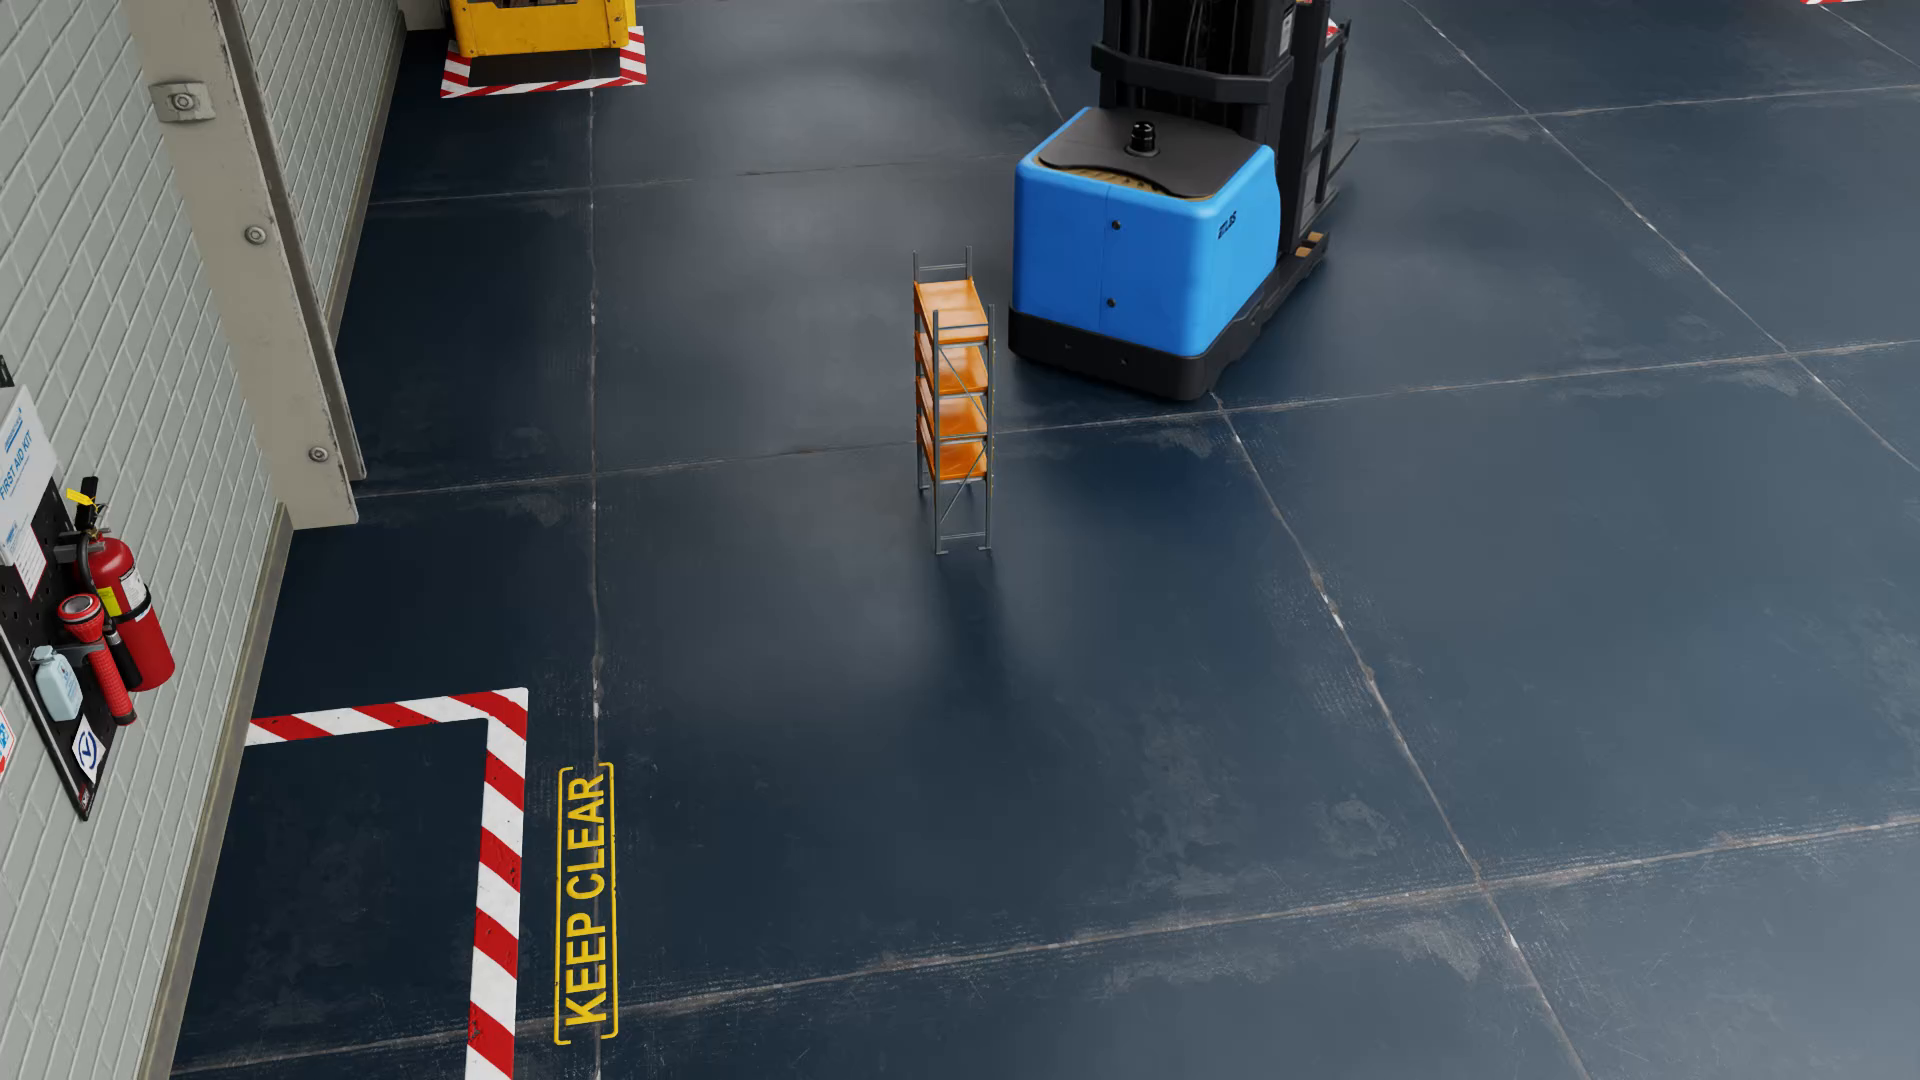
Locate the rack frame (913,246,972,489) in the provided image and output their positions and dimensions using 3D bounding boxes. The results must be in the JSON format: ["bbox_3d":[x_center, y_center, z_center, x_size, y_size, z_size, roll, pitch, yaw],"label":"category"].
[{"bbox_3d":[-0.072,-0.721,7.200,0.240,1.200,0.015,-6,38,-8],"label":"rack frame"}]

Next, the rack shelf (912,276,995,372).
[{"bbox_3d":[-0.029,-0.884,6.770,0.258,0.148,0.480,-6,38,-8],"label":"rack shelf"}]

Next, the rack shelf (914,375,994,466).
[{"bbox_3d":[-0.029,-0.521,7.052,0.258,0.148,0.480,-6,38,-8],"label":"rack shelf"}]

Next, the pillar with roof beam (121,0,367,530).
[{"bbox_3d":[1.390,-4.194,5.314,9.100,9.000,0.400,-6,38,-8],"label":"pillar with roof beam"}]

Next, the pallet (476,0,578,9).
[{"bbox_3d":[-3.047,-4.096,12.350,1.003,0.211,1.213,-6,38,-8],"label":"pallet"}]

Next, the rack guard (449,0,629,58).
[{"bbox_3d":[-2.940,-3.715,11.625,1.175,0.500,0.348,-6,38,-8],"label":"rack guard"}]

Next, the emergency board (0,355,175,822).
[{"bbox_3d":[-2.453,0.135,4.632,0.194,1.169,0.643,-6,38,-8],"label":"emergency board"}]

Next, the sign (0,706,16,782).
[{"bbox_3d":[-2.458,0.466,4.177,0.001,0.329,0.234,-6,38,-8],"label":"sign"}]

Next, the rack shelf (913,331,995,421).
[{"bbox_3d":[-0.029,-0.697,6.915,0.258,0.148,0.480,-6,38,-8],"label":"rack shelf"}]

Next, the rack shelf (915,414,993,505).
[{"bbox_3d":[-0.029,-0.364,7.174,0.258,0.148,0.480,-6,38,-8],"label":"rack shelf"}]

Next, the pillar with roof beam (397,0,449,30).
[{"bbox_3d":[0.338,-7.818,9.979,9.100,9.000,0.400,-6,38,-8],"label":"pillar with roof beam"}]

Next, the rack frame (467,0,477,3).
[{"bbox_3d":[-2.926,-4.656,10.799,1.000,3.000,0.127,-6,38,-8],"label":"rack frame"}]

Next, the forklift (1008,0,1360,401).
[{"bbox_3d":[1.393,-2.716,8.357,1.130,2.935,3.031,19,42,22],"label":"forklift"}]

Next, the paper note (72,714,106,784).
[{"bbox_3d":[-2.490,0.597,4.755,0.016,0.148,0.142,-6,38,-8],"label":"paper note"}]

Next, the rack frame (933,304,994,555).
[{"bbox_3d":[0.014,-0.426,6.821,0.240,1.200,0.015,-6,38,-8],"label":"rack frame"}]

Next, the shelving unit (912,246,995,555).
[{"bbox_3d":[-0.029,-0.574,7.011,0.258,1.200,0.503,-6,38,-8],"label":"shelving unit"}]
